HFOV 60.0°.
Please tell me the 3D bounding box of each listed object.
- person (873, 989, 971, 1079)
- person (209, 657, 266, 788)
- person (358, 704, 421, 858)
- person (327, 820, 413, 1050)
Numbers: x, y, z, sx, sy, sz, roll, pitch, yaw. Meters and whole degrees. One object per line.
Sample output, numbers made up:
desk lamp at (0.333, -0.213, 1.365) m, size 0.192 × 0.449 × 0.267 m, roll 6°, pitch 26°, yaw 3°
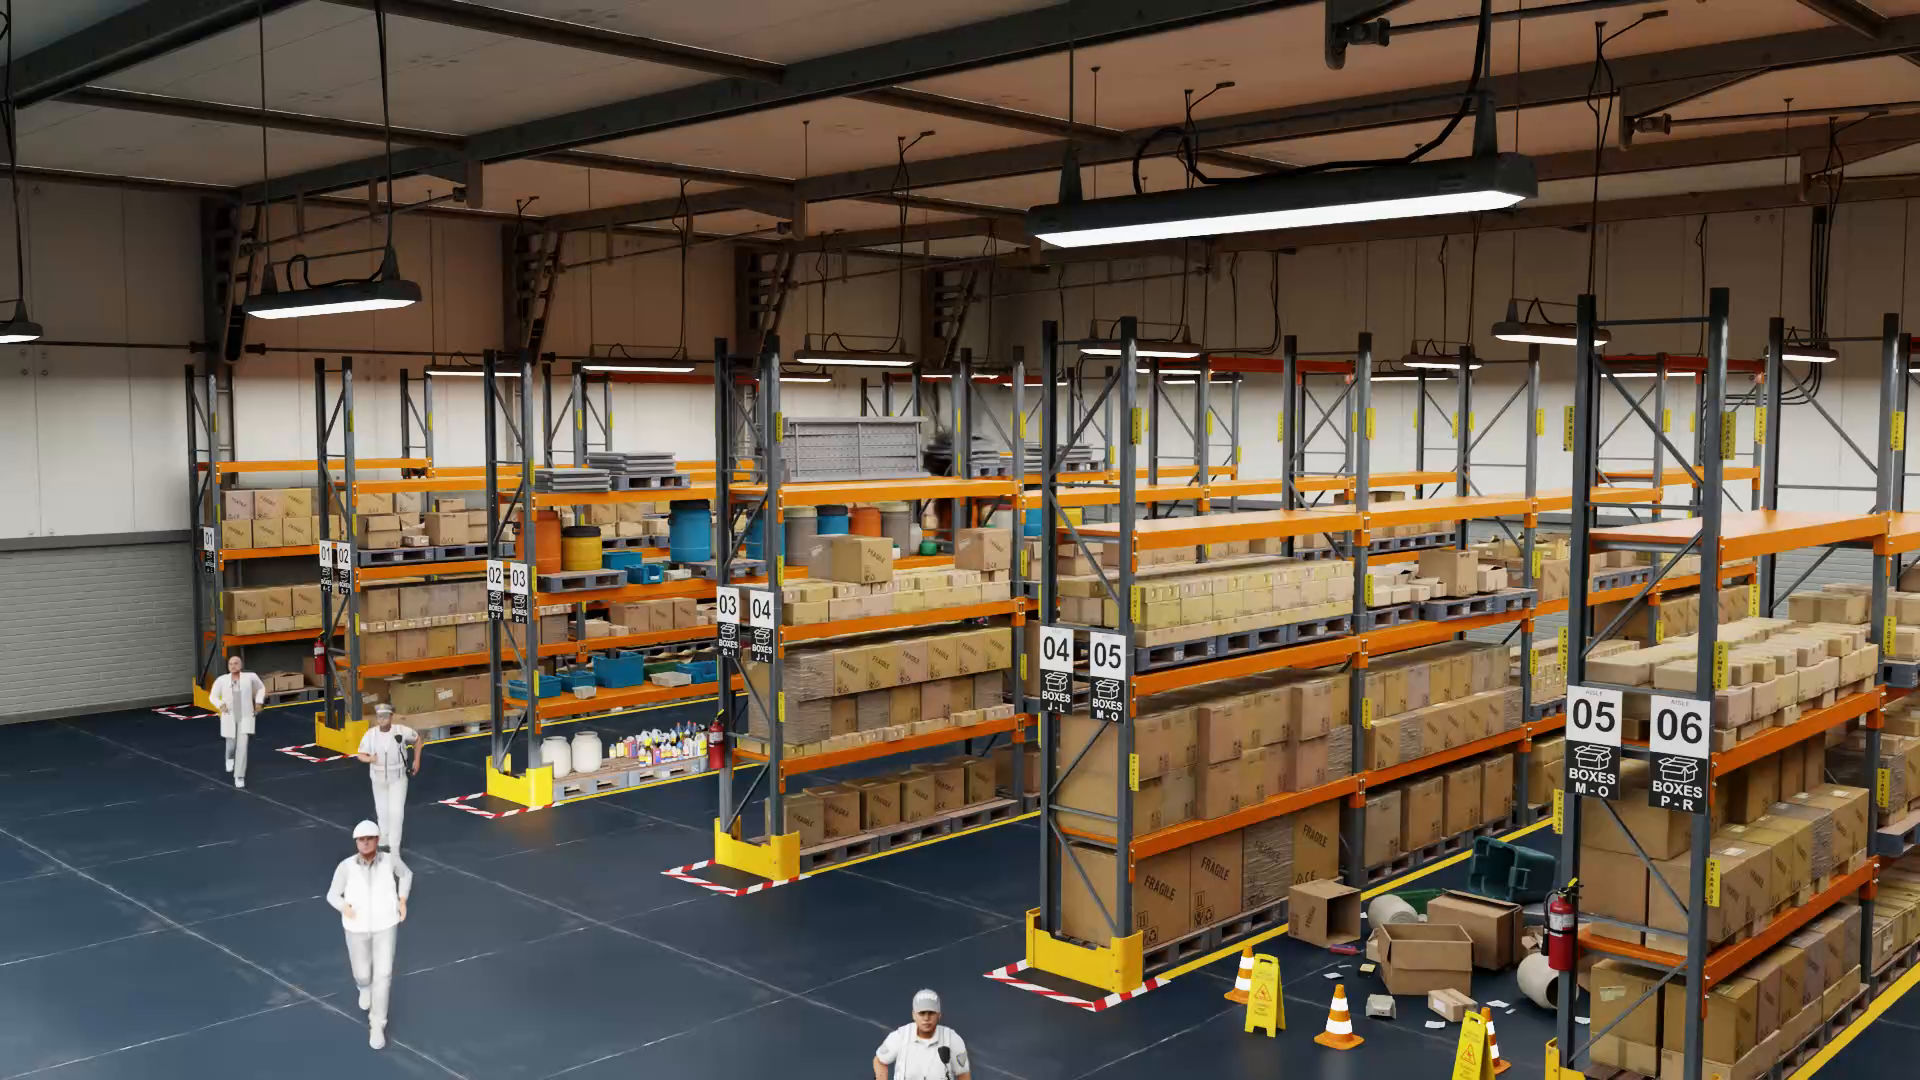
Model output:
person at (-0.220, 3.567, 10.172) m, size 0.593 × 1.626 × 0.574 m, roll 0°, pitch 4°, yaw -6°
person at (-10.103, 2.606, 23.289) m, size 0.719 × 1.582 × 0.990 m, roll -2°, pitch 5°, yaw -19°
person at (-6.656, 2.799, 19.421) m, size 0.670 × 1.842 × 0.892 m, roll -1°, pitch 4°, yaw -8°
person at (-4.910, 3.218, 13.862) m, size 0.673 × 1.778 × 0.963 m, roll -1°, pitch 5°, yaw -17°
